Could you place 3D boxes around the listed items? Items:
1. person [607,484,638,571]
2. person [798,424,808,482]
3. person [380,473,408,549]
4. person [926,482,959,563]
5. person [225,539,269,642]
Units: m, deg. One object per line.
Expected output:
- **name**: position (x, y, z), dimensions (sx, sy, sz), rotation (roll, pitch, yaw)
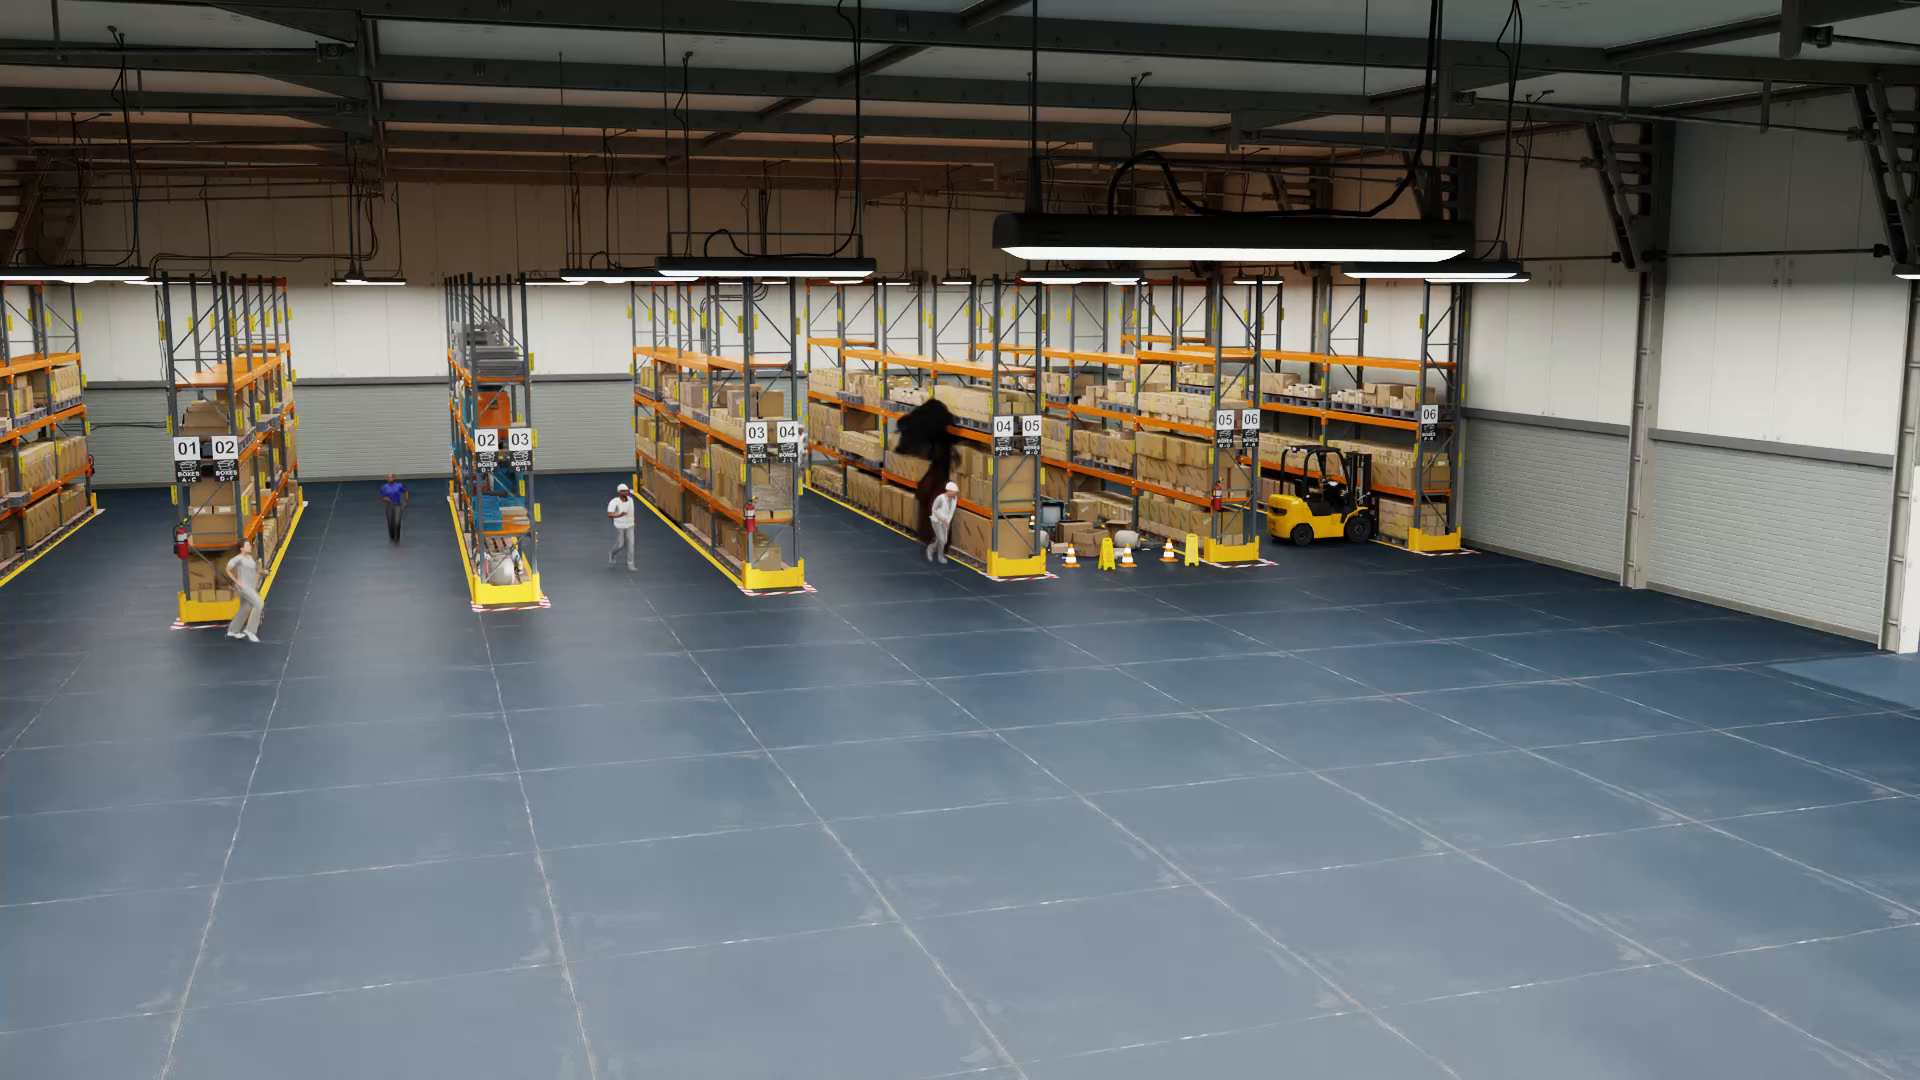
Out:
- **person**: position (-6.880, -0.277, 33.933), dimensions (0.719, 1.751, 0.926), rotation (-7, 11, -40)
- **person**: position (-4.720, -2.577, 49.407), dimensions (0.685, 1.740, 0.605), rotation (6, 11, 35)
- **person**: position (-12.633, -0.661, 37.131), dimensions (0.581, 1.694, 0.765), rotation (-2, 9, -13)
- **person**: position (-0.349, -0.358, 33.211), dimensions (0.647, 1.655, 0.917), rotation (-8, 11, -41)
- **person**: position (-11.655, 0.826, 27.151), dimensions (0.726, 1.708, 0.542), rotation (0, 9, -2)
